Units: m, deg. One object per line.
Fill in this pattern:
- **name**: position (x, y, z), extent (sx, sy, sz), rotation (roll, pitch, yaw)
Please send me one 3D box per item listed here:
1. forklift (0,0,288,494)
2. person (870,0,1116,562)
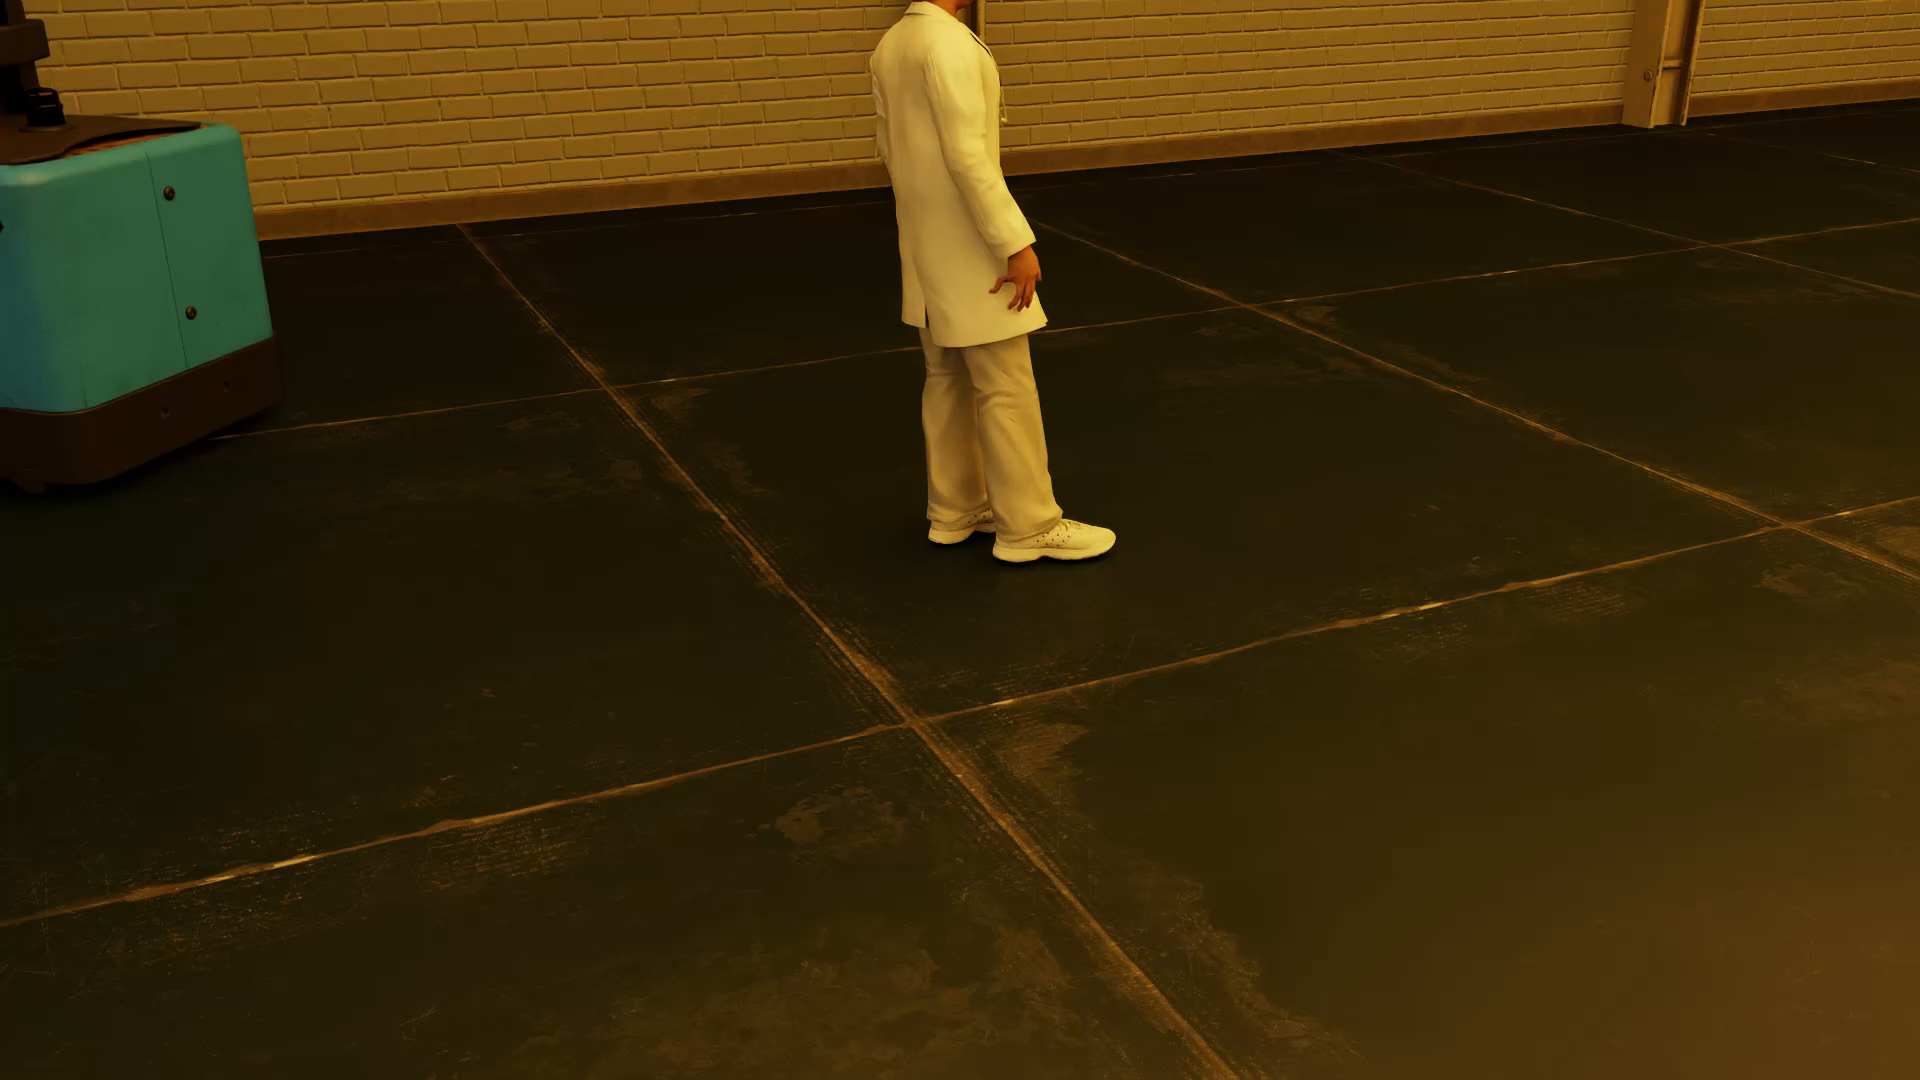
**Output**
- **forklift**: position (-4.079, -1.815, 5.656), extent (3.031, 2.935, 1.130), rotation (7, 23, 16)
- **person**: position (0.085, -0.841, 4.795), extent (0.578, 1.777, 0.698), rotation (-10, 25, -23)
